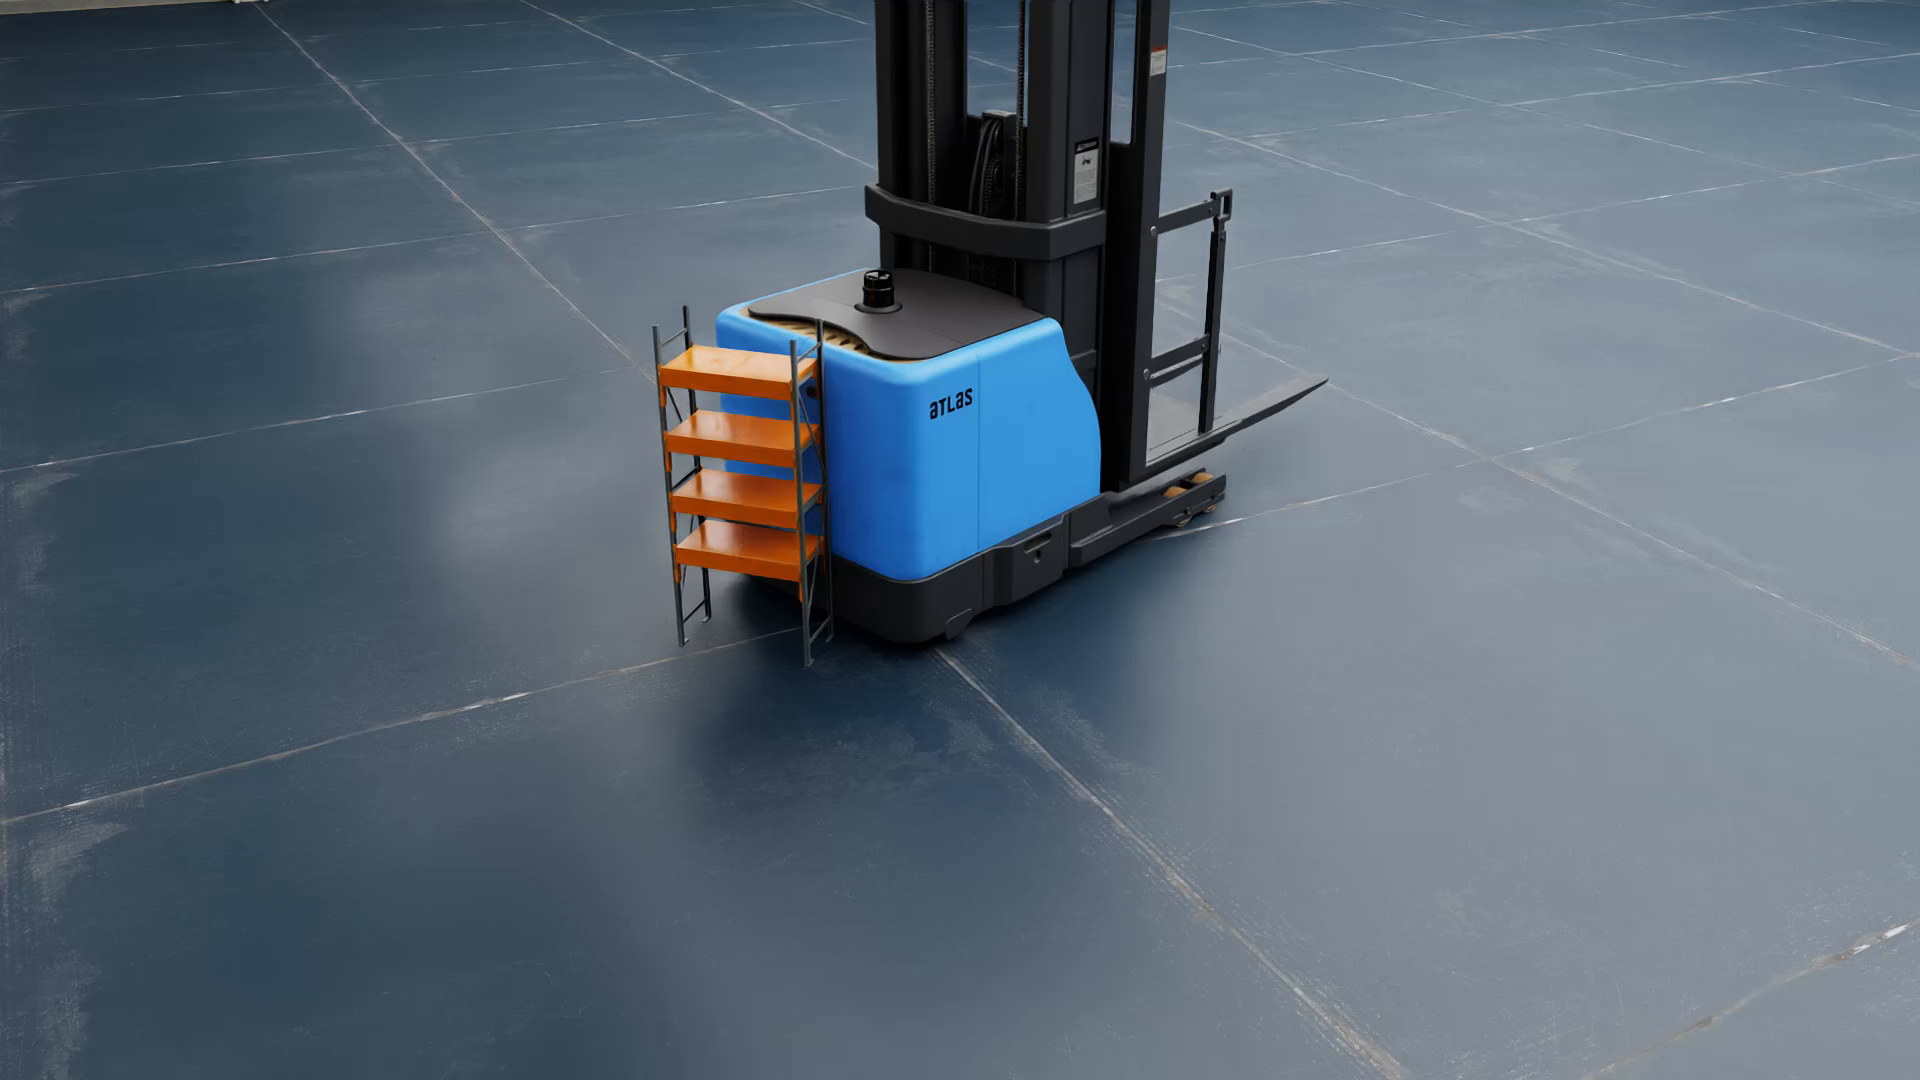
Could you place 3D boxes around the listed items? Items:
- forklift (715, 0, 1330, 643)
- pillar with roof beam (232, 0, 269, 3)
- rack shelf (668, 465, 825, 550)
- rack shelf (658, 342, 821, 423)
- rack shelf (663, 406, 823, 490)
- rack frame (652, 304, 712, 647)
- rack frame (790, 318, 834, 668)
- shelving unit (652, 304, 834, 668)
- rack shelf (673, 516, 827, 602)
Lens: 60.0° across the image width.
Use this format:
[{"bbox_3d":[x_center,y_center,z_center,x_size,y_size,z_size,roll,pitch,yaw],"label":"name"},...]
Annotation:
[{"bbox_3d":[0.470,-1.509,6.506,1.130,2.935,3.031,22,33,38],"label":"forklift"},{"bbox_3d":[-6.856,-9.163,15.437,0.400,9.000,9.100,-13,29,-25],"label":"pillar with roof beam"},{"bbox_3d":[-0.731,-0.115,5.759,0.480,0.148,0.258,8,27,16],"label":"rack shelf"},{"bbox_3d":[-0.731,-0.530,5.560,0.480,0.148,0.258,8,27,16],"label":"rack shelf"},{"bbox_3d":[-0.731,-0.317,5.663,0.480,0.148,0.258,8,27,16],"label":"rack shelf"},{"bbox_3d":[-0.963,-0.209,5.799,0.015,1.200,0.240,8,27,16],"label":"rack frame"},{"bbox_3d":[-0.500,-0.143,5.662,0.015,1.200,0.240,8,27,16],"label":"rack frame"},{"bbox_3d":[-0.731,-0.176,5.730,0.503,1.200,0.258,8,27,16],"label":"shelving unit"},{"bbox_3d":[-0.731,0.064,5.845,0.480,0.148,0.258,8,27,16],"label":"rack shelf"}]
